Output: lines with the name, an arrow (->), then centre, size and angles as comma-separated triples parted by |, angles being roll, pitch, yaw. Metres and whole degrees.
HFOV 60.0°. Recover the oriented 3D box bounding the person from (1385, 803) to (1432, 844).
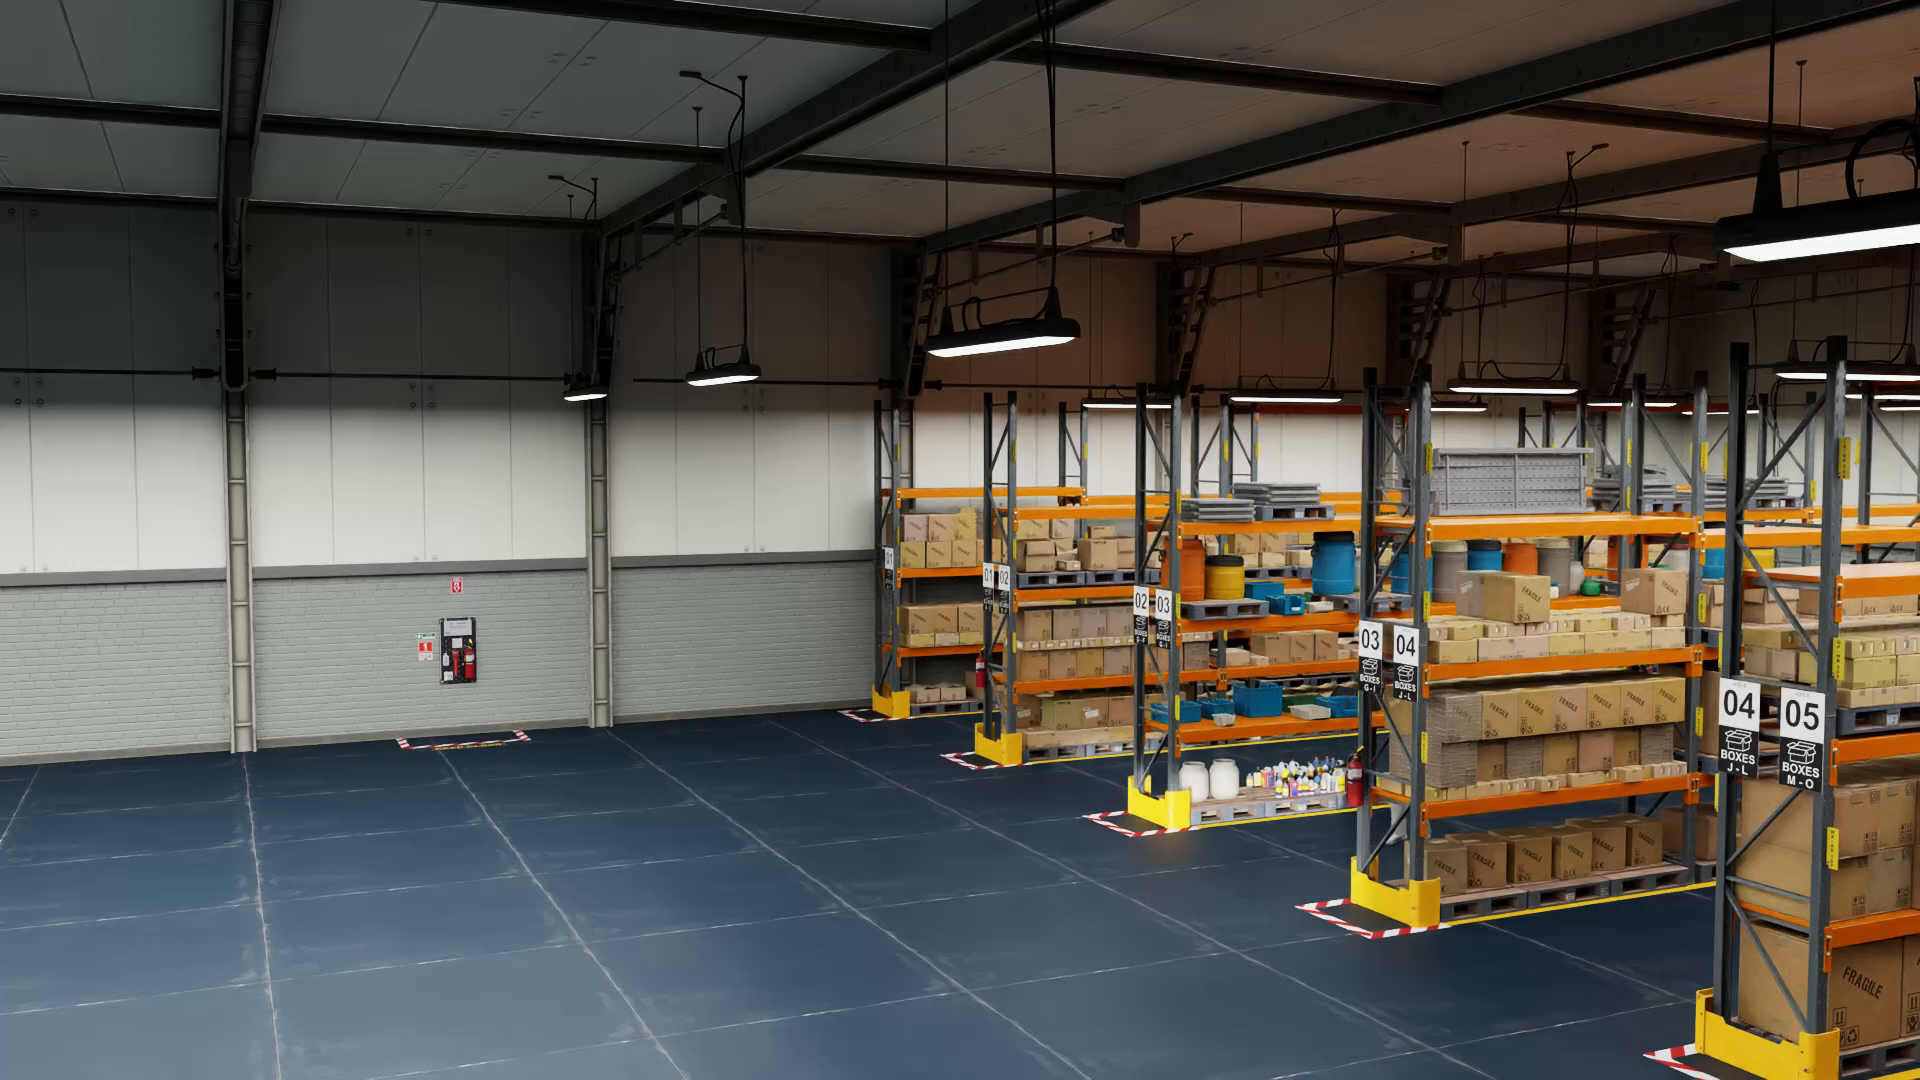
person -> 5.809, 3.035, 21.467 | 0.668, 1.813, 0.653 | -2, 4, -30
